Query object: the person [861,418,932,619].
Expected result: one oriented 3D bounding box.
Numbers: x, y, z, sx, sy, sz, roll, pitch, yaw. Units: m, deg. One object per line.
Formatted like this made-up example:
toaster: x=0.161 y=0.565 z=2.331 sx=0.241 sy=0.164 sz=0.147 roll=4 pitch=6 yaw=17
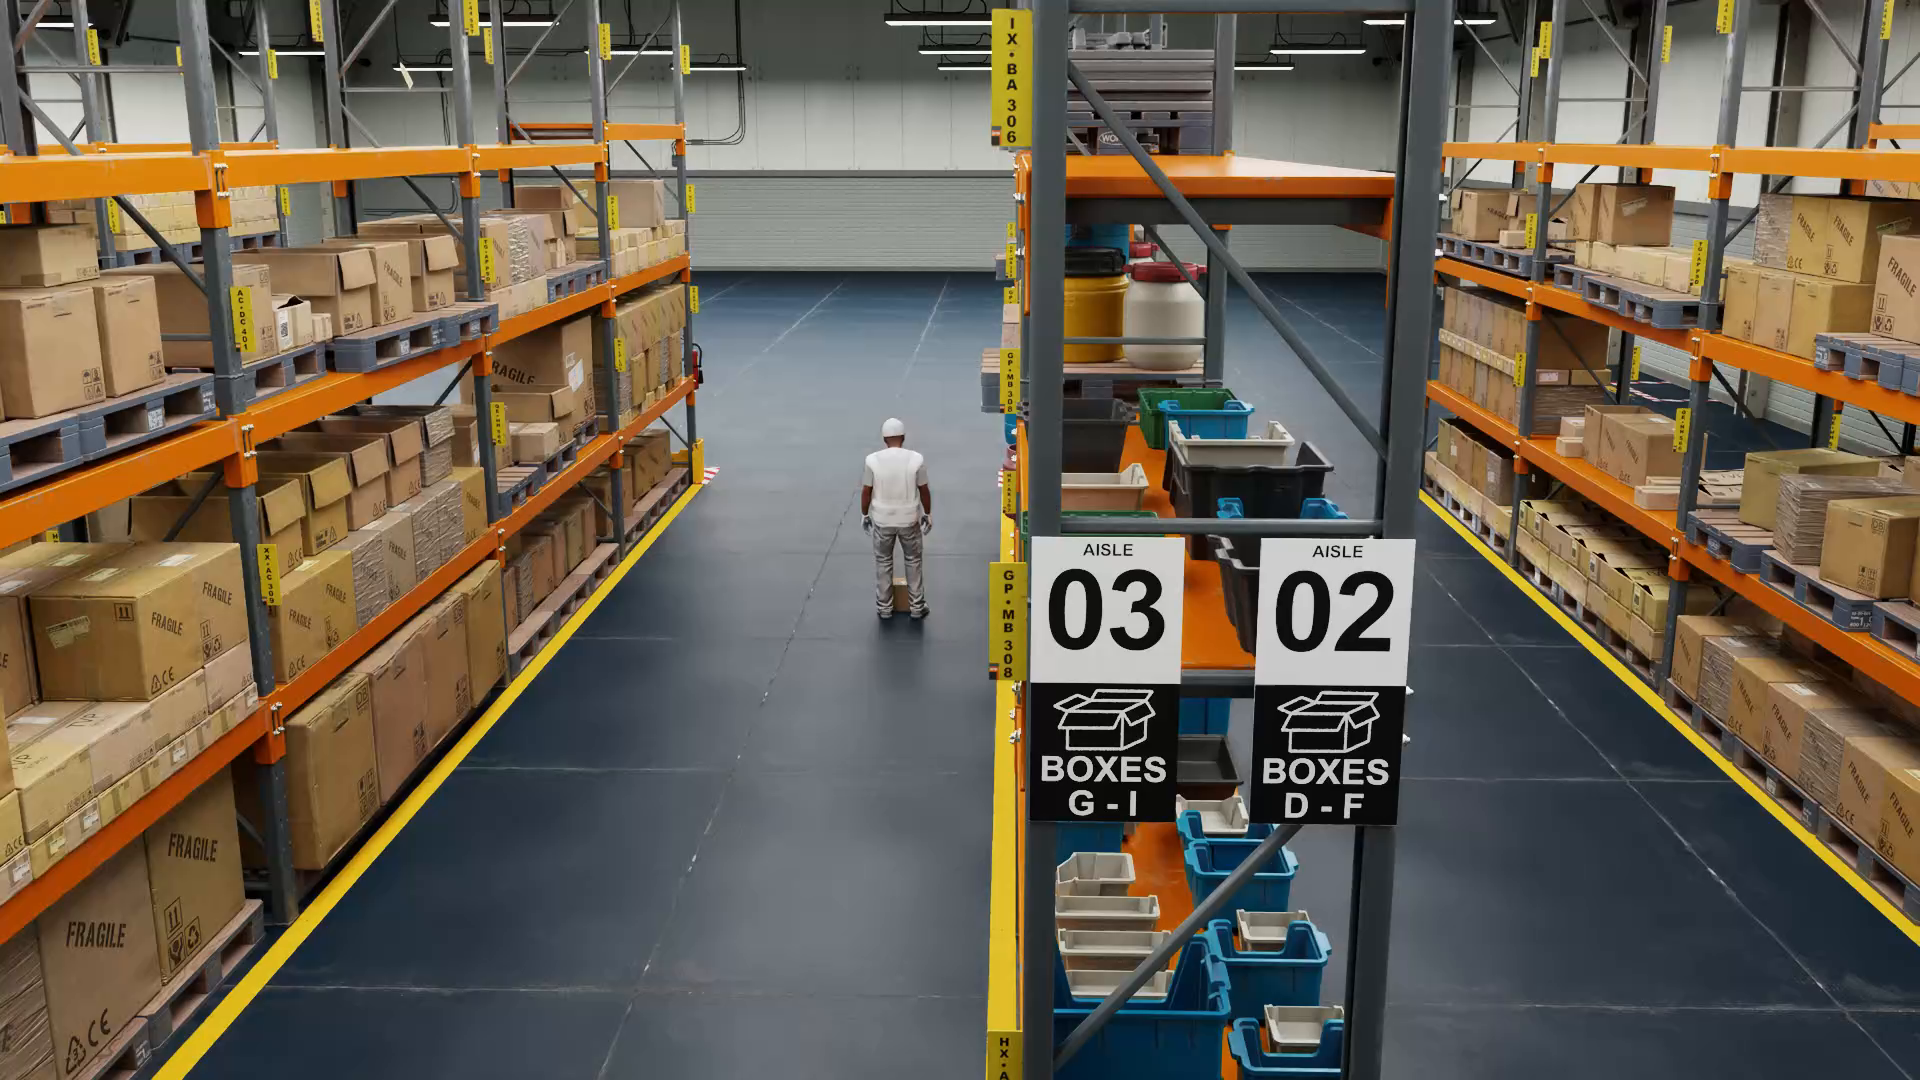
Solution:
person: x=-0.560 y=-0.188 z=14.743 sx=0.628 sy=1.774 sz=0.453 roll=0 pitch=14 yaw=0
